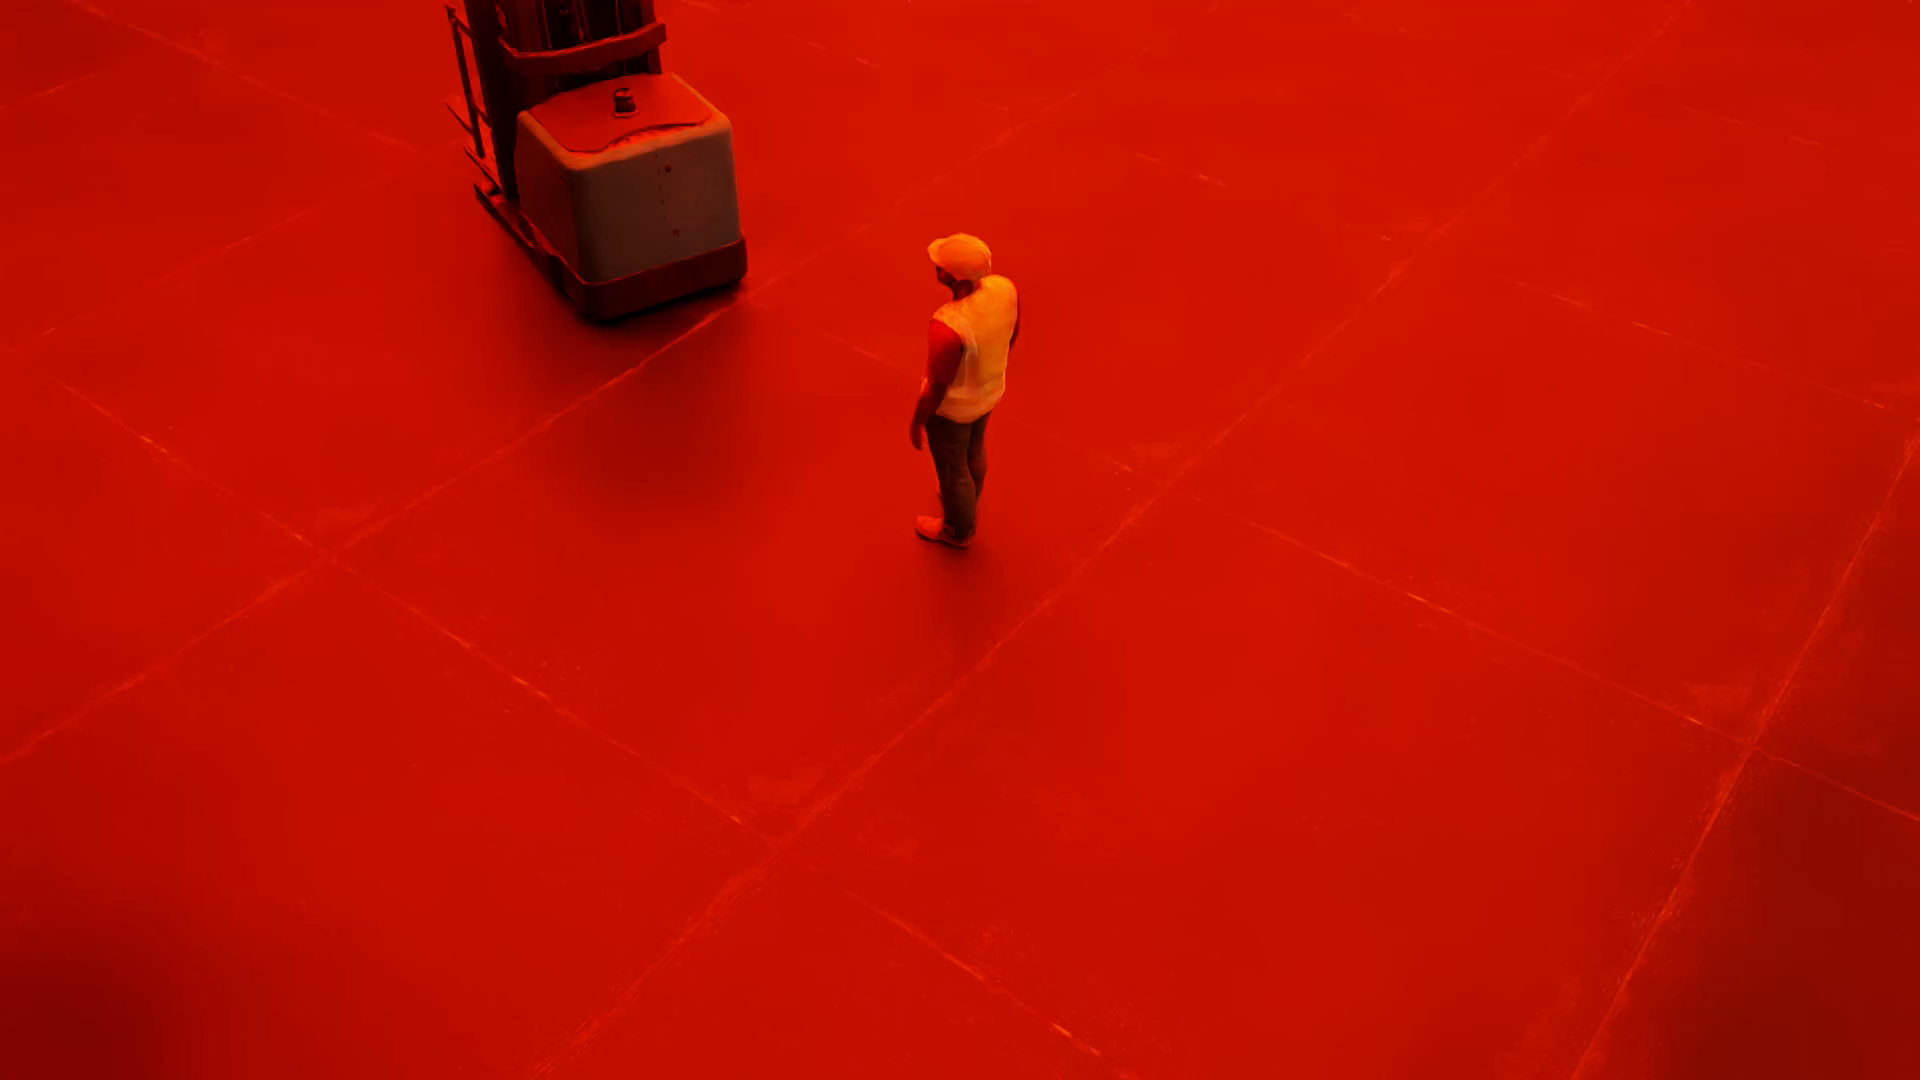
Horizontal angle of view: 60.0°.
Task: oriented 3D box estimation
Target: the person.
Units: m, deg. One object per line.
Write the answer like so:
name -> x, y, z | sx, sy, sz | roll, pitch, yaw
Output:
person -> -0.052, -0.705, 7.793 | 0.576, 1.760, 0.665 | 26, 47, 28

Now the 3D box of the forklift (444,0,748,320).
forklift -> -2.511, -3.333, 9.983 | 1.130, 2.935, 3.031 | -23, 45, -24
